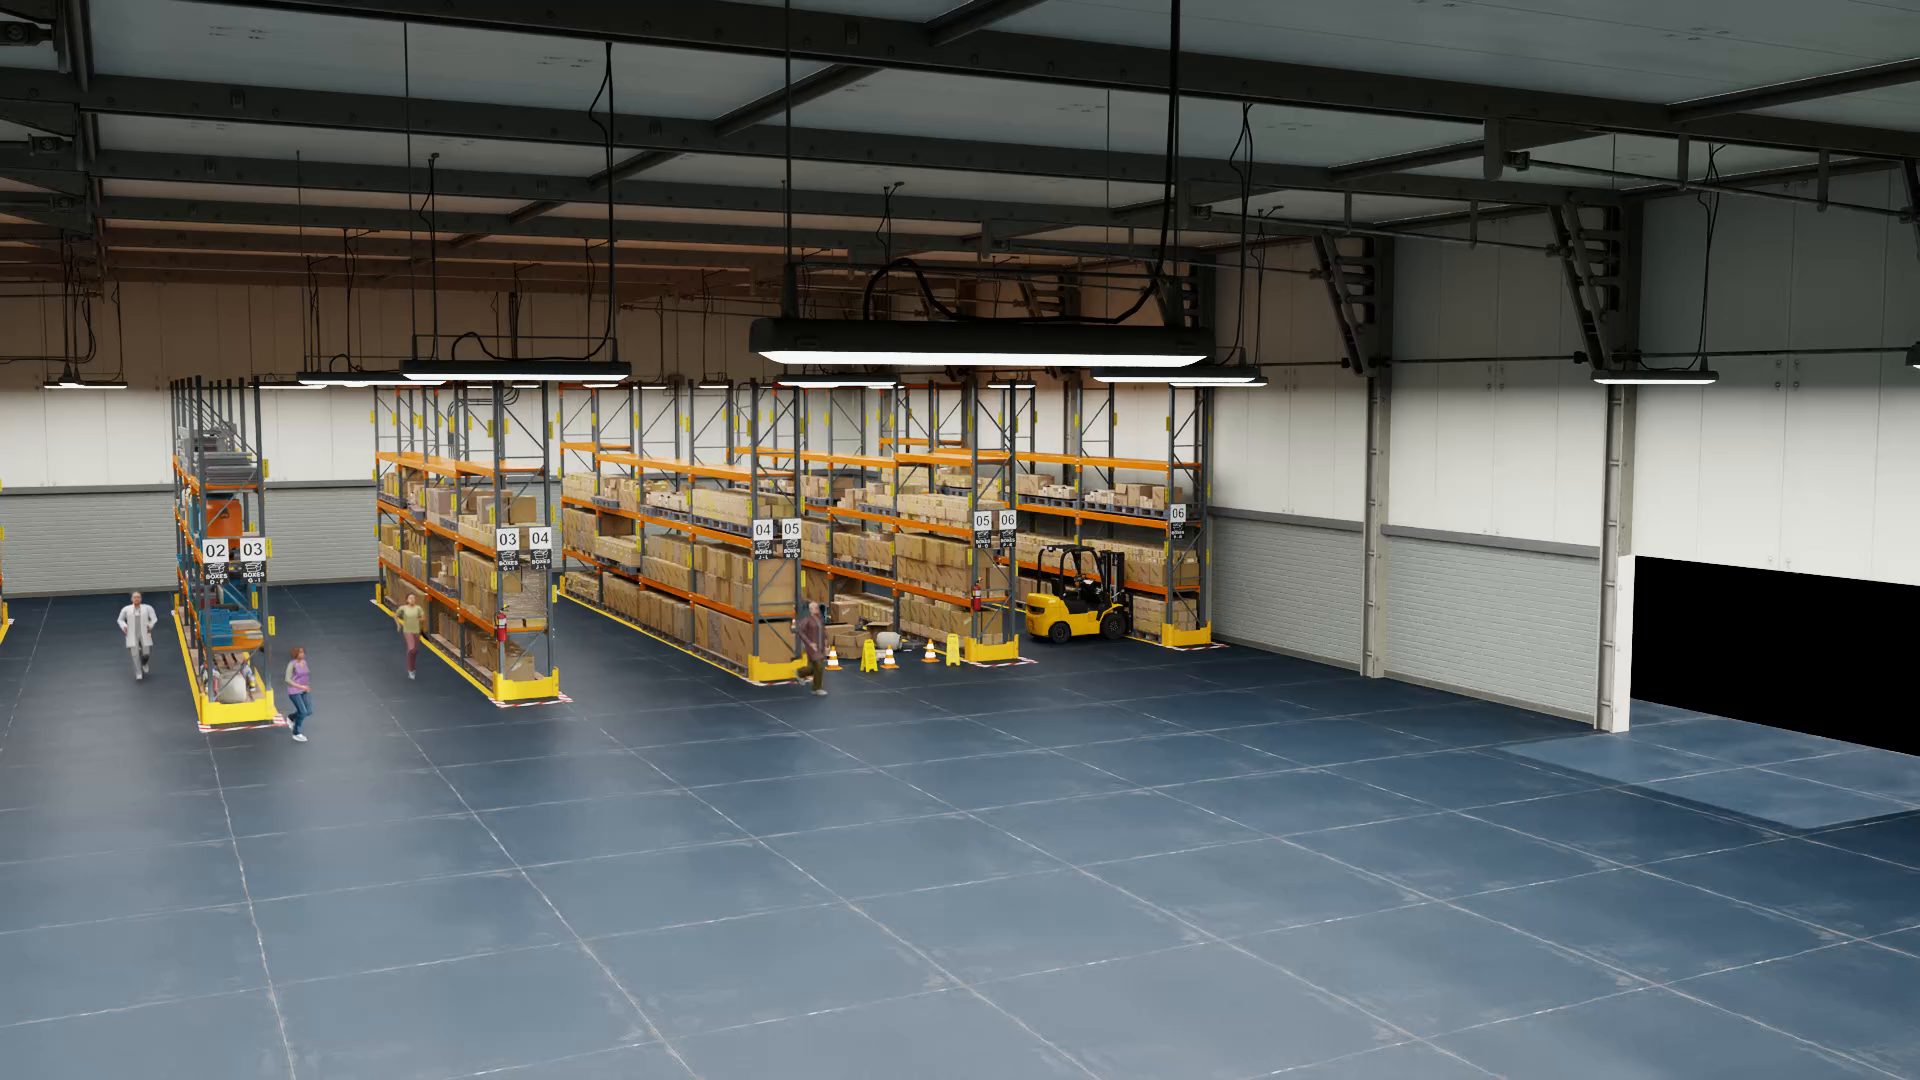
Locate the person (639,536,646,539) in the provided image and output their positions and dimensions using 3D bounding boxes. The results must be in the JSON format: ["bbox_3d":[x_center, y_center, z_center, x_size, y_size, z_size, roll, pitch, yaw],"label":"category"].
[{"bbox_3d":[-9.076,0.654,47.999,0.597,1.672,0.874,-5,7,-42],"label":"person"}]

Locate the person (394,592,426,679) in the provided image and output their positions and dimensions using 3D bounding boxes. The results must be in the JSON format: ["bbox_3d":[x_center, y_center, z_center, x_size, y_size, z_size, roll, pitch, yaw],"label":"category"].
[{"bbox_3d":[-11.058,1.908,33.518,0.545,1.724,0.739,-4,6,-38],"label":"person"}]

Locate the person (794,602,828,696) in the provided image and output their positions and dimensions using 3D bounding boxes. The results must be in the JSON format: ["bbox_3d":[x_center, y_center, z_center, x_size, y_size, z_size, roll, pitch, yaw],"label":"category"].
[{"bbox_3d":[-2.832,2.044,31.514,0.797,1.758,0.713,3,6,33],"label":"person"}]

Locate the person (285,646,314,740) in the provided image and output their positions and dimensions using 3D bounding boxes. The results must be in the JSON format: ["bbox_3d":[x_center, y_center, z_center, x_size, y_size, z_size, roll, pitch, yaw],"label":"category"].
[{"bbox_3d":[-10.919,2.522,27.433,0.574,1.569,0.578,1,5,15],"label":"person"}]

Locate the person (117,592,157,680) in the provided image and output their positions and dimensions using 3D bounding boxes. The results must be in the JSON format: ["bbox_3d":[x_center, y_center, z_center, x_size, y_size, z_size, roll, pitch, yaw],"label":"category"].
[{"bbox_3d":[-16.429,1.904,33.229,0.708,1.724,0.670,-3,6,-27],"label":"person"}]
